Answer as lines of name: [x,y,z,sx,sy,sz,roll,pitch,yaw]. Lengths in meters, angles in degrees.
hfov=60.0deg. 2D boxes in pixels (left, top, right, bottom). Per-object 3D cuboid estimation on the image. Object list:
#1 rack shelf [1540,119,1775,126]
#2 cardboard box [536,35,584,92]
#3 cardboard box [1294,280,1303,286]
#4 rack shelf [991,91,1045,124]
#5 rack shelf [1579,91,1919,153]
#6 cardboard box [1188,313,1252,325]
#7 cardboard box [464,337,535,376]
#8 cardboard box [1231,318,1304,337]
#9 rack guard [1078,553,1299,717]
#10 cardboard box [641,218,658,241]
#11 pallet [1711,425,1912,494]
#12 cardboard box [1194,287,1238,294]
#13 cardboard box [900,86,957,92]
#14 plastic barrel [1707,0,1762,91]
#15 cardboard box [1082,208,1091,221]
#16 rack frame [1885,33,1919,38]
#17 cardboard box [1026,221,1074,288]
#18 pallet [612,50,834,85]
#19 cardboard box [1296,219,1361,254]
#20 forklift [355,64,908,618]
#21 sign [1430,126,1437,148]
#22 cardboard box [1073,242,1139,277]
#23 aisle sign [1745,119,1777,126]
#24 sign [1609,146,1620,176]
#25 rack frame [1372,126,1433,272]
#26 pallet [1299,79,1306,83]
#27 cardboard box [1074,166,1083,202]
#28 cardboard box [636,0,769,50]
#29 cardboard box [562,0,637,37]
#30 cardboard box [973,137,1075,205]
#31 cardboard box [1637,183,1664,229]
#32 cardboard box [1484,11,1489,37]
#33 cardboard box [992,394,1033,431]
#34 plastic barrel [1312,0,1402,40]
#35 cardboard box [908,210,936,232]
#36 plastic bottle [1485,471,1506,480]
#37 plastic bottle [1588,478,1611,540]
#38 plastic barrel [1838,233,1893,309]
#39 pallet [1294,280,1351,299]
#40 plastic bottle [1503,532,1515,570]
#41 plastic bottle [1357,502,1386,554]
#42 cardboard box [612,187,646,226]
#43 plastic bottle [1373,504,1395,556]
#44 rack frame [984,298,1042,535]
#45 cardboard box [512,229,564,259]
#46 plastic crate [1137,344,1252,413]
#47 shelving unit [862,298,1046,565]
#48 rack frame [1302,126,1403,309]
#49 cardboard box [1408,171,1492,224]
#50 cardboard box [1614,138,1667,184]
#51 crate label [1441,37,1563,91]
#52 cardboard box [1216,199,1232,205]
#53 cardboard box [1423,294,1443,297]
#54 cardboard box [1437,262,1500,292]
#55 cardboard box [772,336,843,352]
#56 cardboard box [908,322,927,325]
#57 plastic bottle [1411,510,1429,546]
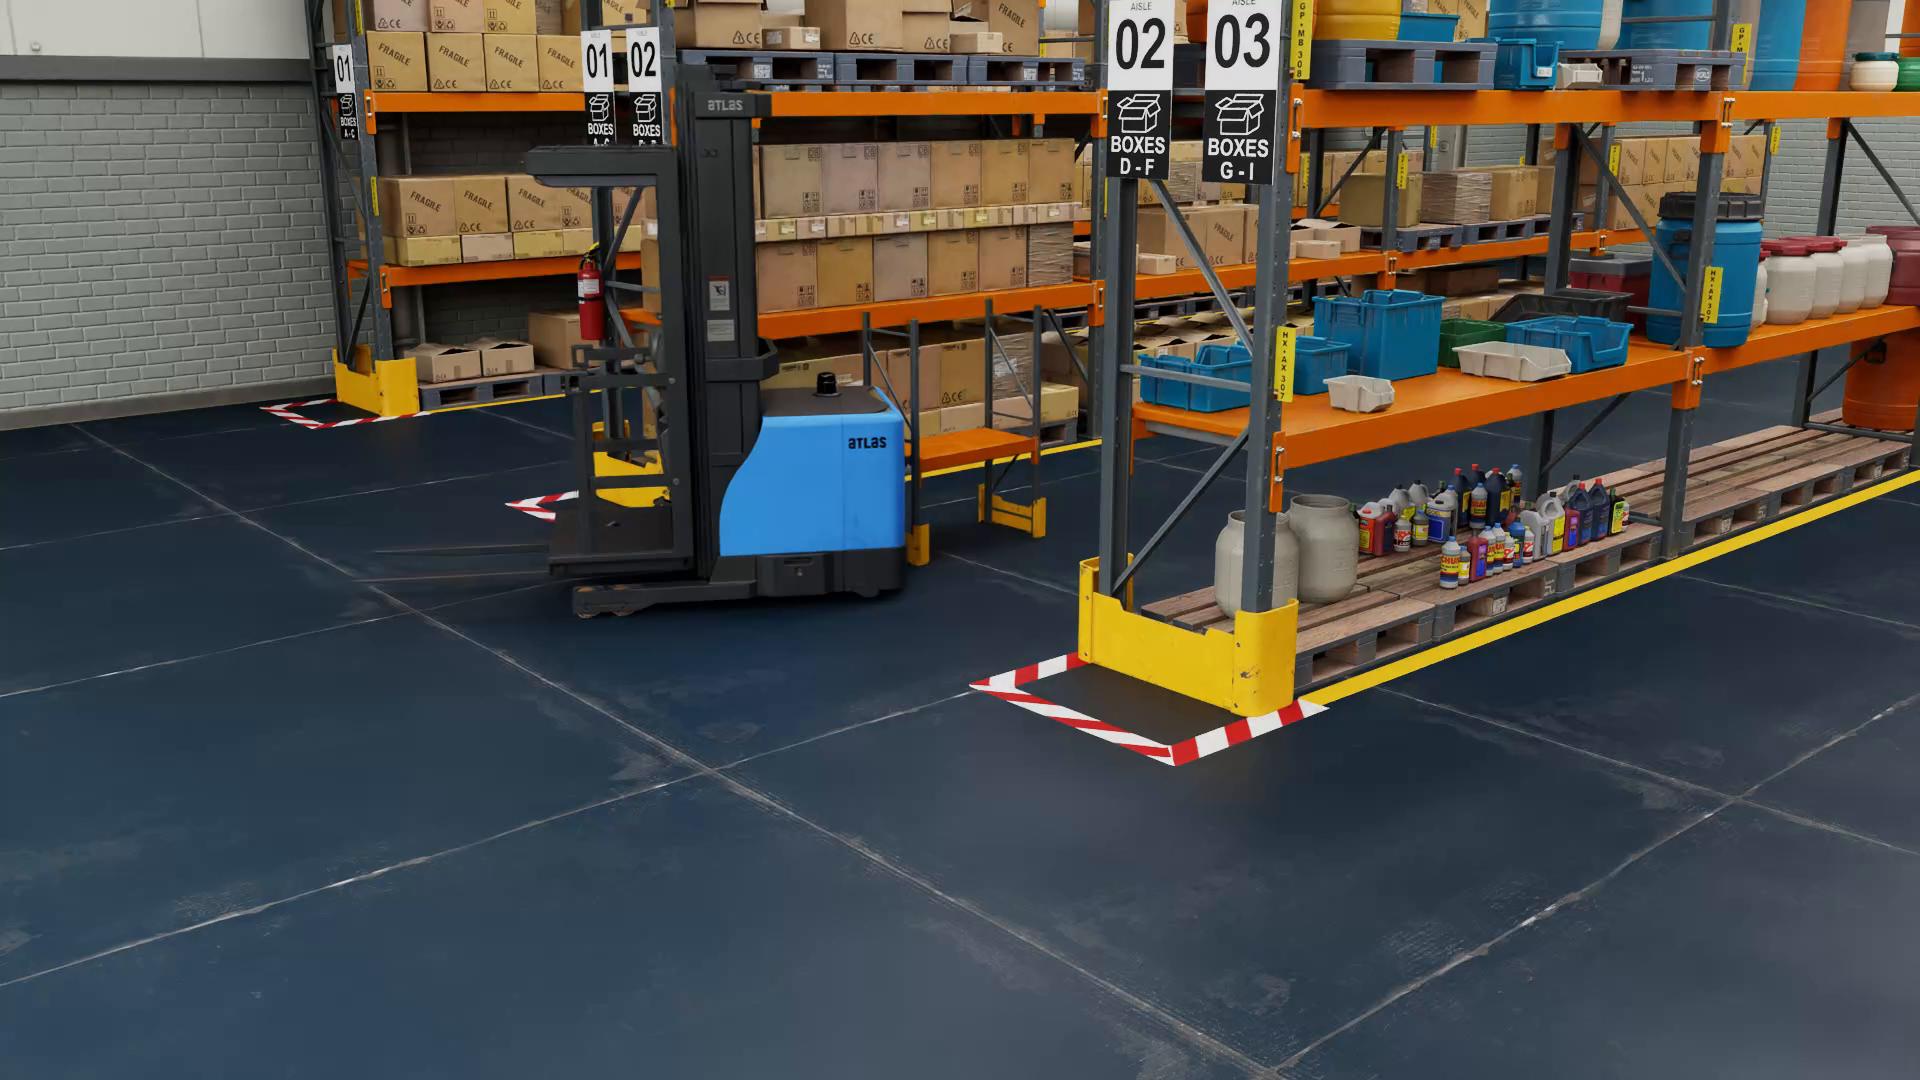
rack shelf: [8.377,-5.182,19.919,4.000,0.370,1.077,-13,19,-39]
cardboard box: [-3.815,-4.455,15.572,0.500,0.500,0.500,-11,19,-36]
cardboard box: [4.626,-3.892,23.537,0.500,0.500,0.700,-13,20,-40]
rack shelf: [2.105,-5.468,20.991,4.000,0.370,1.077,-13,19,-39]
rack shelf: [5.591,-2.862,11.233,4.000,0.370,1.077,-13,19,-39]
cardboard box: [2.486,-2.001,15.857,0.500,0.311,0.500,-13,20,-41]
cardboard box: [-4.428,-1.782,15.968,0.500,0.311,0.500,-11,18,-35]
cardboard box: [2.847,-1.898,15.473,0.500,0.311,0.500,-13,20,-40]
rack guard: [1.091,0.442,8.127,0.348,0.500,1.175,-13,19,-39]
cardboard box: [-2.021,-2.172,11.619,0.250,0.149,0.380,-13,20,-40]
pallet: [6.489,-0.628,12.693,1.213,0.211,1.003,-13,19,-39]
cardboard box: [3.208,-3.734,22.269,0.750,0.750,0.750,-12,19,-39]
cardboard box: [-0.443,-5.335,18.859,0.637,0.503,0.797,-9,18,-32]
plastic barrel: [4.816,-3.352,10.703,0.600,0.901,0.600,0,15,0]
cardboard box: [1.448,-3.996,20.347,0.250,0.149,0.380,-12,19,-38]
rack frame: [7.099,-4.997,12.022,0.127,3.000,1.000,-13,19,-39]
cardboard box: [0.502,-2.358,13.573,0.500,0.500,0.700,-13,20,-41]
pallet: [-1.634,-3.230,11.389,1.213,0.211,1.003,-13,19,-39]
cardboard box: [3.547,-2.968,16.221,0.500,0.311,0.500,-11,19,-36]
forklift: [-1.867,-1.134,9.317,3.031,2.935,1.130,-3,15,-10]
sign: [6.977,-5.949,24.506,0.005,0.325,0.100,-13,19,-39]
cardboard box: [1.176,-2.406,14.235,0.500,0.250,0.500,-11,19,-36]
aisle sign: [10.138,-5.627,20.967,0.004,0.787,0.394,-13,19,-39]
sign: [7.235,-4.194,18.394,0.005,0.325,0.100,-13,19,-39]
rack frame: [6.631,-5.383,25.090,0.127,3.000,1.000,-13,19,-39]
pallet: [3.397,-4.290,15.550,1.003,0.211,1.213,-12,19,-37]
cardboard box: [1.130,-4.262,20.084,0.500,0.500,0.500,-12,19,-38]
cardboard box: [-1.748,-3.575,11.223,0.637,0.503,0.797,-11,18,-36]
cardboard box: [-3.415,-5.017,15.739,0.500,0.500,0.500,-14,20,-41]
cardboard box: [0.502,-2.985,13.405,0.500,0.500,0.700,-13,19,-39]
cardboard box: [7.816,-3.911,19.384,0.500,0.500,0.500,-12,19,-38]
cardboard box: [5.435,-5.193,17.364,0.600,0.600,0.600,-14,20,-41]
cardboard box: [0.243,-1.057,13.409,0.500,0.250,0.500,-13,19,-39]
plastic barrel: [1.841,-2.705,8.072,0.600,0.588,0.600,0,15,0]
cardboard box: [-0.389,-2.400,12.472,0.250,0.149,0.380,-12,19,-38]
plastic bottle: [3.328,-0.289,10.446,0.135,0.276,0.152,-12,19,-37]
plastic bottle: [3.785,-0.189,9.926,0.185,0.351,0.144,-13,20,-41]
plastic barrel: [6.463,-1.937,11.973,0.421,0.512,0.421,0,15,0]
pallet: [5.159,-3.679,24.116,1.213,0.211,1.003,-13,19,-39]
plastic bottle: [3.045,0.057,9.293,0.097,0.201,0.097,0,15,0]
plastic bottle: [2.370,-0.074,9.641,0.135,0.276,0.152,-12,19,-39]
cardboard box: [-3.335,-3.340,16.242,0.500,0.500,0.500,-13,20,-41]
plastic bottle: [2.440,-0.057,9.563,0.133,0.283,0.061,-13,19,-39]
rack frame: [0.341,-0.801,10.842,0.032,1.500,0.500,-13,20,-40]
cardboard box: [-4.092,-2.806,15.696,0.500,0.250,0.500,-13,20,-40]
plastic crate: [1.245,-0.815,8.277,0.616,0.251,0.499,-13,19,-39]
shelving unit: [-0.034,-0.716,10.522,1.083,1.500,0.587,-13,20,-40]
rack frame: [3.851,-3.064,16.408,0.127,3.000,1.000,-13,19,-39]
cardboard box: [5.067,-3.562,17.264,0.500,0.500,0.700,-9,17,-29]
cardboard box: [7.797,-4.386,19.225,0.500,0.500,0.500,-13,20,-41]
crate label: [2.693,-2.374,8.301,0.408,0.251,0.502,-13,19,-39]
cardboard box: [3.369,-4.434,21.985,0.250,0.149,0.380,-12,19,-38]
cardboard box: [4.793,-2.361,17.766,0.500,0.500,0.500,-14,20,-41]
cardboard box: [5.589,-2.905,18.351,0.500,0.250,0.500,-13,19,-39]
cardboard box: [-1.231,-1.267,12.740,0.500,0.500,0.500,-13,19,-39]
cardboard box: [-0.734,-2.746,19.210,0.500,0.500,0.700,-13,20,-40]
plastic bottle: [2.709,-0.075,9.786,0.097,0.201,0.097,0,15,0]
